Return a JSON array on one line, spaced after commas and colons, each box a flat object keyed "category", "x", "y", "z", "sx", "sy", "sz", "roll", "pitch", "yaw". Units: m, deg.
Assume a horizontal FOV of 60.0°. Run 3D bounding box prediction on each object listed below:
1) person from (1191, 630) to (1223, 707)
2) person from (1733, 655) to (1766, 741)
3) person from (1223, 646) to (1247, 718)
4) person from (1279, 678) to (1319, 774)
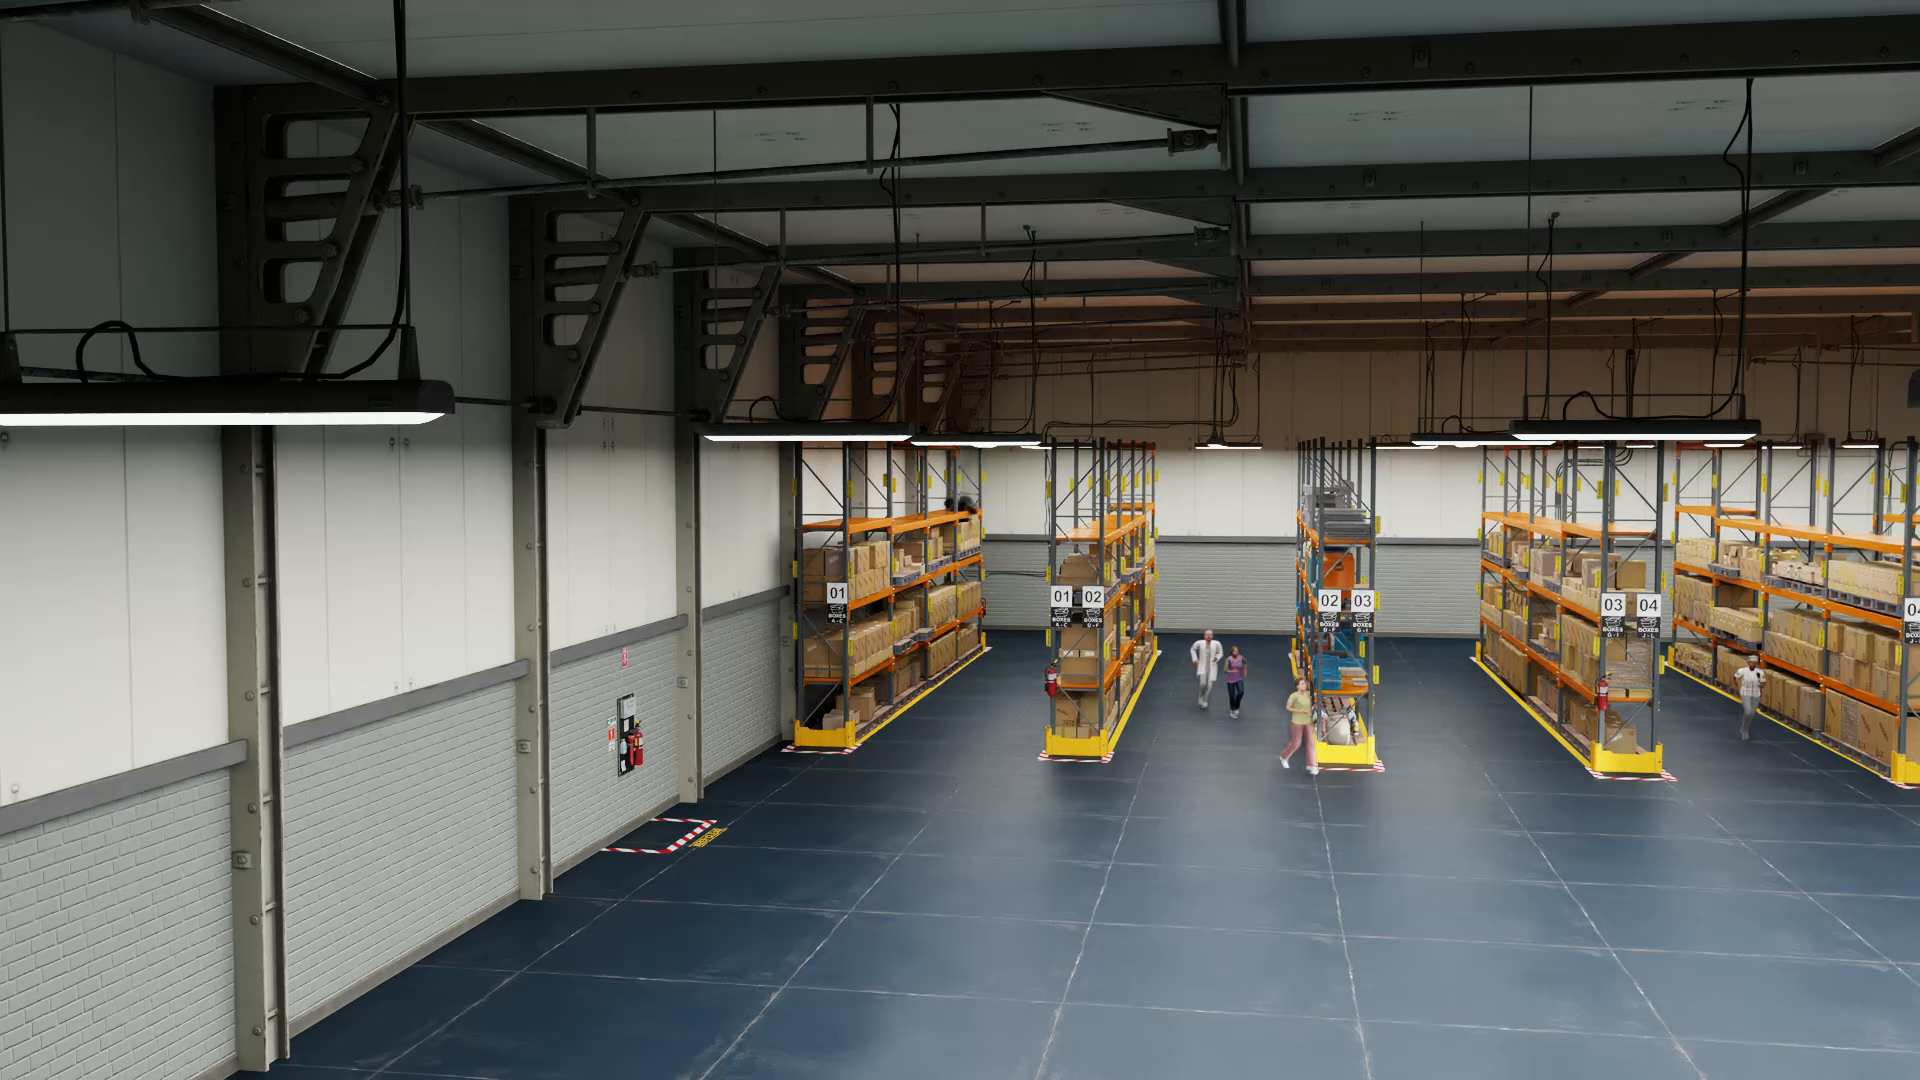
[{"category": "person", "x": 5.533, "y": 2.880, "z": 37.184, "sx": 0.707, "sy": 1.736, "sz": 0.694, "roll": 0, "pitch": 3, "yaw": 2}, {"category": "person", "x": 15.758, "y": 3.136, "z": 33.160, "sx": 0.559, "sy": 1.717, "sz": 0.745, "roll": 0, "pitch": 3, "yaw": 6}, {"category": "person", "x": 5.904, "y": 3.031, "z": 35.613, "sx": 0.566, "sy": 1.553, "sz": 0.742, "roll": 0, "pitch": 3, "yaw": -4}, {"category": "person", "x": 6.071, "y": 3.306, "z": 29.743, "sx": 0.596, "sy": 1.661, "sz": 0.859, "roll": -2, "pitch": 4, "yaw": -37}]
